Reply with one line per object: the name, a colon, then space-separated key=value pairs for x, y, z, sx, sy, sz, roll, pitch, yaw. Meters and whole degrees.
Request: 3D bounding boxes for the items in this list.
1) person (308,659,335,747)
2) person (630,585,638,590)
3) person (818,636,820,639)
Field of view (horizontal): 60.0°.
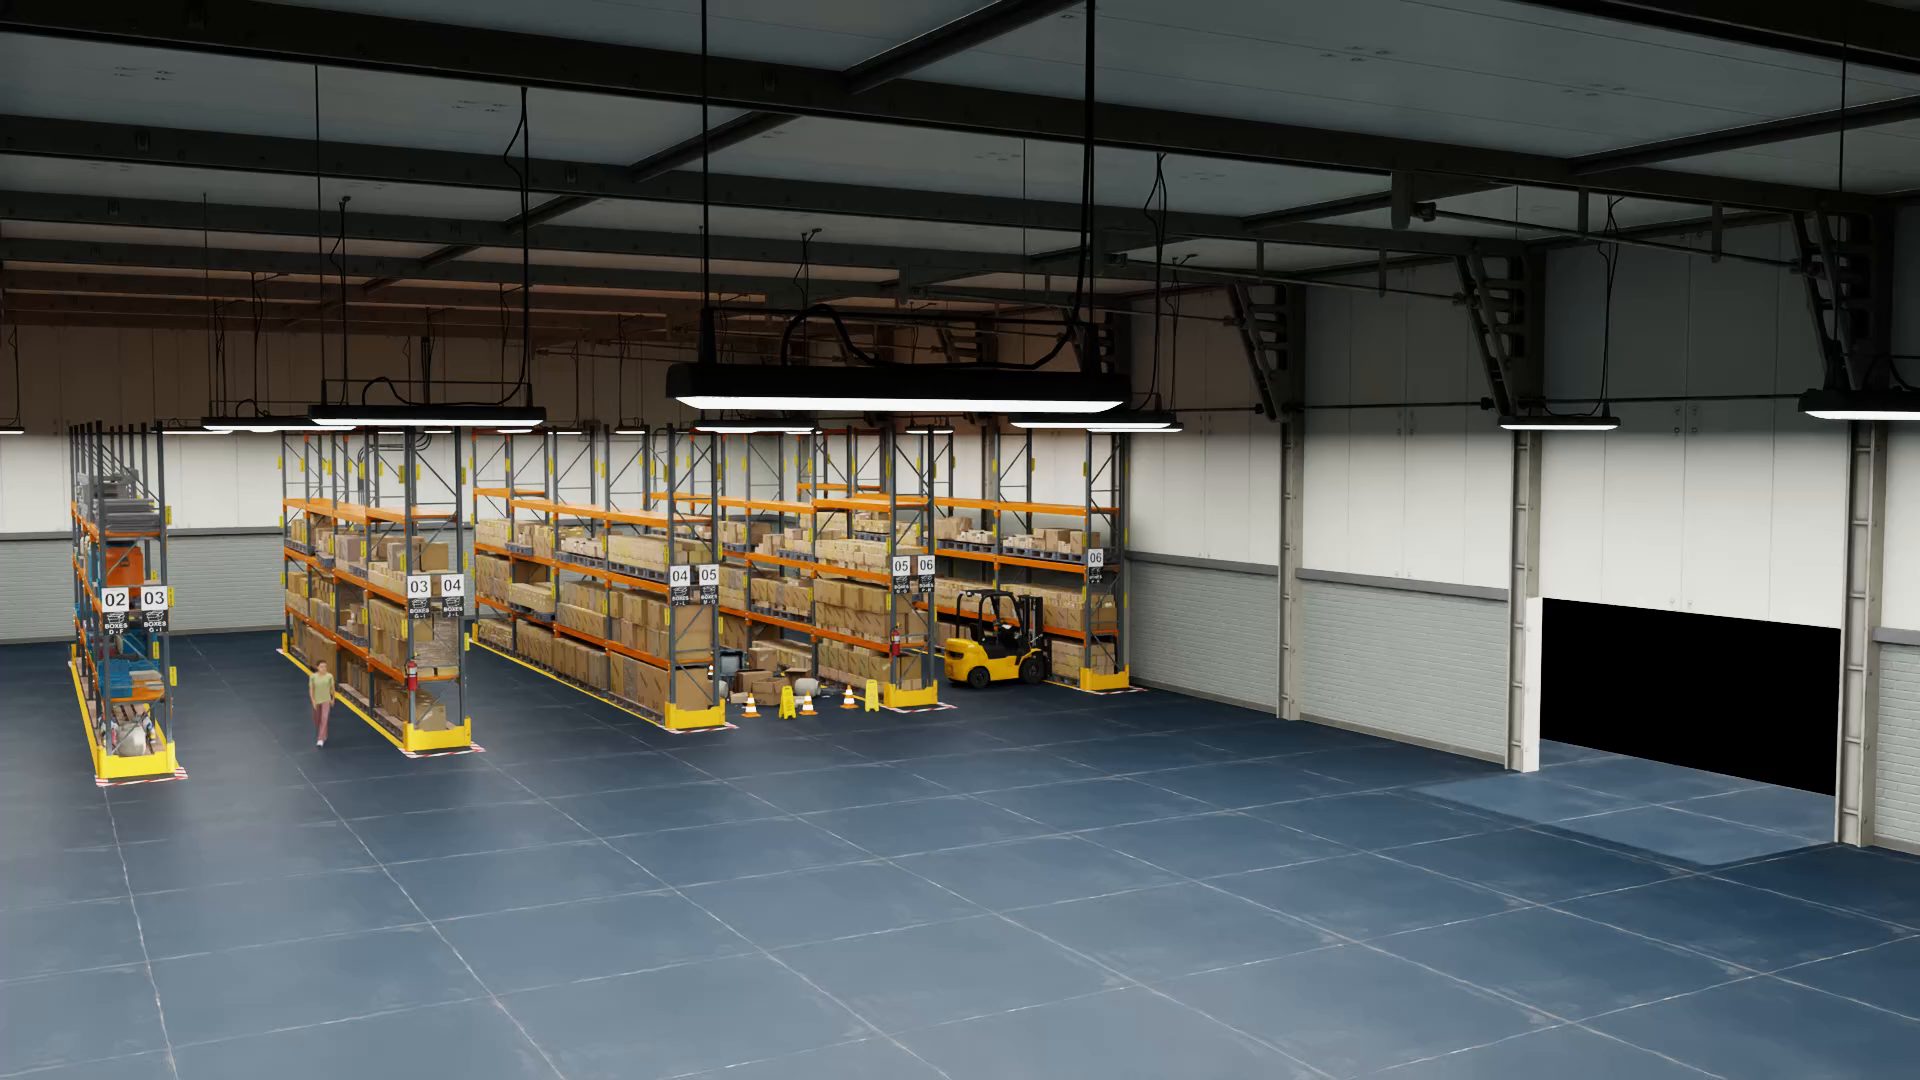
person: x=-11.880 y=3.003 z=30.919 sx=0.438 sy=1.586 sz=1.123 roll=-1 pitch=4 yaw=-13
person: x=-9.121 y=2.016 z=46.236 sx=0.427 sy=1.768 sz=0.600 roll=3 pitch=5 yaw=43
person: x=-4.120 y=1.961 z=47.033 sx=0.429 sy=1.819 sz=0.623 roll=1 pitch=4 yaw=16
